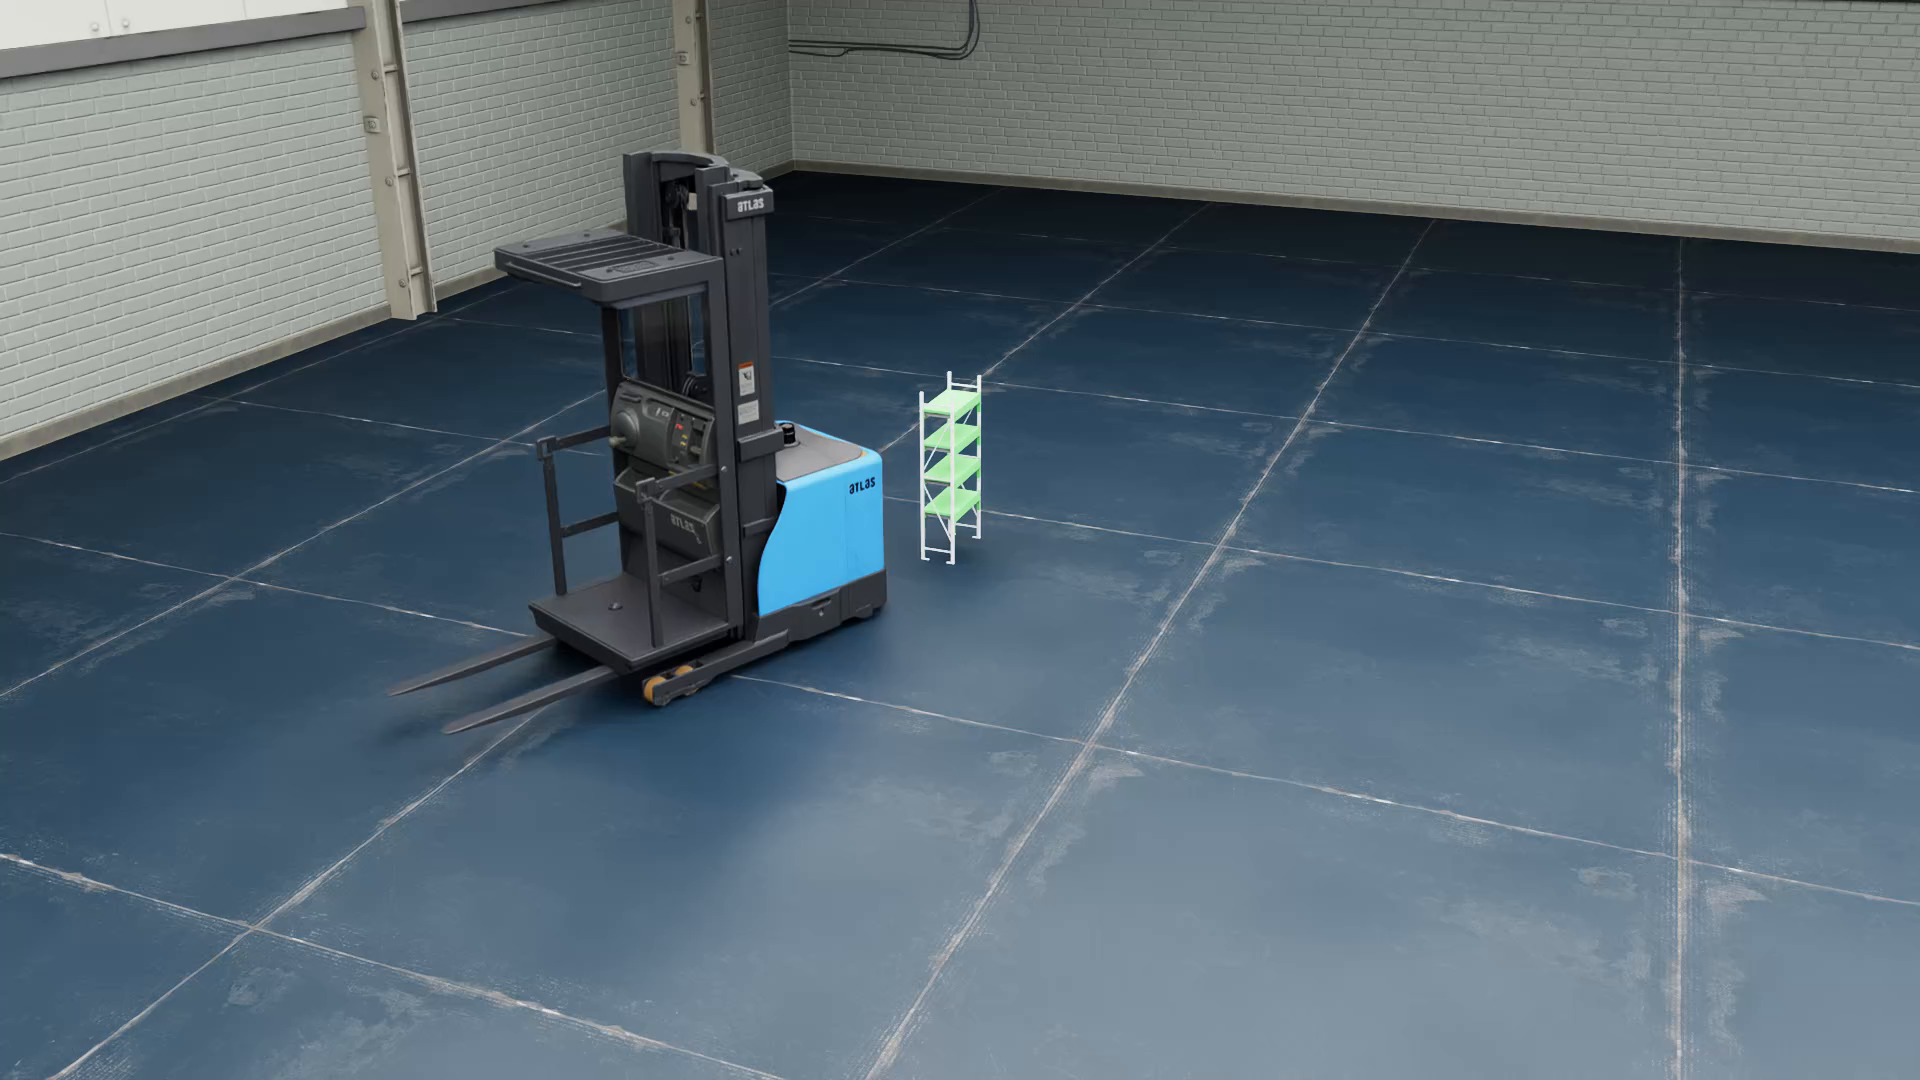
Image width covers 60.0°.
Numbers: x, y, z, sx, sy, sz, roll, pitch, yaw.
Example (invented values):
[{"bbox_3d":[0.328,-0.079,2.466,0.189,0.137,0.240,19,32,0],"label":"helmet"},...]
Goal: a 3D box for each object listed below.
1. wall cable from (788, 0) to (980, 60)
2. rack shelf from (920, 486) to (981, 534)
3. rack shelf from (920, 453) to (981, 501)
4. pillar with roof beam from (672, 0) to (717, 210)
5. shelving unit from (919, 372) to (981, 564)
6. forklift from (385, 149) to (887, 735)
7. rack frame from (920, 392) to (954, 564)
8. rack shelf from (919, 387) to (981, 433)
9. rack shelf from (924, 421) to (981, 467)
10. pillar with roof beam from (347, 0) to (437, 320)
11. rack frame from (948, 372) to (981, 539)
[{"bbox_3d":[-1.171,-8.097,23.489,3.097,2.526,0.112,9,24,20],"label":"wall cable"},{"bbox_3d":[-0.061,-0.214,11.494,0.258,0.148,0.480,9,24,20],"label":"rack shelf"},{"bbox_3d":[-0.061,-0.435,11.402,0.258,0.148,0.480,9,24,20],"label":"rack shelf"},{"bbox_3d":[0.504,-8.049,19.344,9.100,9.000,0.400,9,24,20],"label":"pillar with roof beam"},{"bbox_3d":[-0.061,-0.494,11.377,0.258,1.200,0.503,9,24,20],"label":"shelving unit"},{"bbox_3d":[-1.866,-0.629,9.453,3.031,2.935,1.130,-21,31,-41],"label":"forklift"},{"bbox_3d":[-0.152,-0.407,11.168,0.240,1.200,0.015,9,24,20],"label":"rack frame"},{"bbox_3d":[-0.061,-0.878,11.217,0.258,0.148,0.480,9,24,20],"label":"rack shelf"},{"bbox_3d":[-0.061,-0.657,11.309,0.258,0.148,0.480,9,24,20],"label":"rack shelf"},{"bbox_3d":[-1.724,-5.902,14.204,9.100,9.000,0.400,9,24,20],"label":"pillar with roof beam"},{"bbox_3d":[0.029,-0.582,11.586,0.240,1.200,0.015,9,24,20],"label":"rack frame"}]
